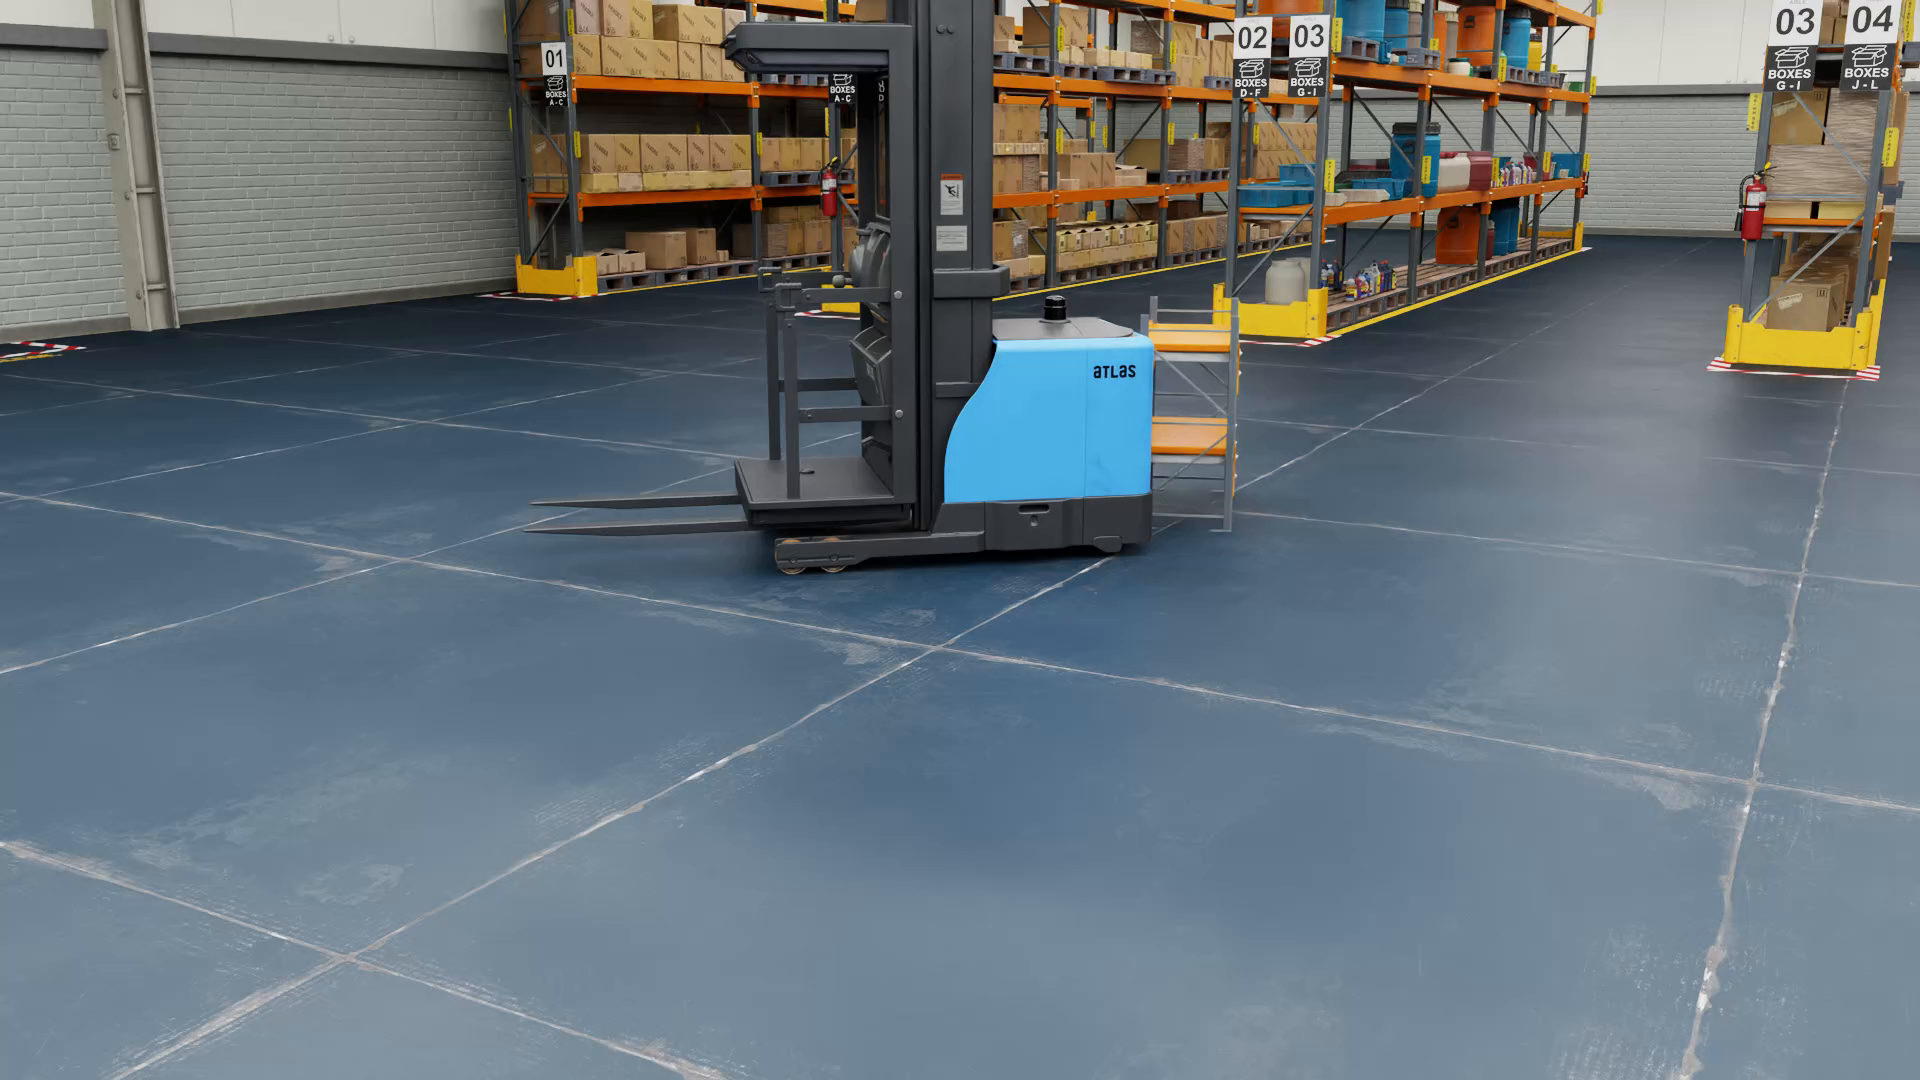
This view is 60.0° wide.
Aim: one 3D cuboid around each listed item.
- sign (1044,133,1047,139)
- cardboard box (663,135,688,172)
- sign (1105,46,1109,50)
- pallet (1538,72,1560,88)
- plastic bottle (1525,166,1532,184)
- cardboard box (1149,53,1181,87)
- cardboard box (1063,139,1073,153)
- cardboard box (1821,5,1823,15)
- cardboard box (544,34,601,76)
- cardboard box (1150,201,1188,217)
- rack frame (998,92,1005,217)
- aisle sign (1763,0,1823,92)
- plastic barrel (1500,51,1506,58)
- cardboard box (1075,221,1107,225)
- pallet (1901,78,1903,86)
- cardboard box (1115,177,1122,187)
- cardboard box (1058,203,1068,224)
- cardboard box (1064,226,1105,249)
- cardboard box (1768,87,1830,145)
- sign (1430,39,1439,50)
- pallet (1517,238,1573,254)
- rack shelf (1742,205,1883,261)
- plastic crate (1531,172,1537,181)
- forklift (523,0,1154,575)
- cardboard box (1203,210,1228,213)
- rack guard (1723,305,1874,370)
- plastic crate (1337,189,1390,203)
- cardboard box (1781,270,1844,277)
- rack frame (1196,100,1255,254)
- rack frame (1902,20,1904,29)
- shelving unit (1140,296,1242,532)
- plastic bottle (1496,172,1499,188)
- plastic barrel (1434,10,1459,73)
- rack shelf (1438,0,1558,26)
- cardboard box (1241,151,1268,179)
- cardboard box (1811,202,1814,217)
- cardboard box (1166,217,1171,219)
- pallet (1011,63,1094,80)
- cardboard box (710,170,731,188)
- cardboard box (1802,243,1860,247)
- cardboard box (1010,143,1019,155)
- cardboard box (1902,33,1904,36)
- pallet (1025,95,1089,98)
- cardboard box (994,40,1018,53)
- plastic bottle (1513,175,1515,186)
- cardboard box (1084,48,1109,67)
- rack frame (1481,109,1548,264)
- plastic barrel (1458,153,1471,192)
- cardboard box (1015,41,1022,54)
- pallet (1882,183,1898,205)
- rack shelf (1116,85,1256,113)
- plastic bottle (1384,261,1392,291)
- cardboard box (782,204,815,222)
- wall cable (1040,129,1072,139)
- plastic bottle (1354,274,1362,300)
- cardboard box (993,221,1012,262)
[{"bbox_3d":[1.841,-8.544,35.556,0.100,0.325,0.005,7,15,28],"label":"sign"},{"bbox_3d":[-4.175,-5.416,23.275,0.500,0.500,0.500,8,16,30],"label":"cardboard box"},{"bbox_3d":[2.321,-7.590,26.113,0.100,0.325,0.005,7,15,28],"label":"sign"},{"bbox_3d":[8.769,-7.272,26.299,1.213,0.211,1.003,7,15,28],"label":"pallet"},{"bbox_3d":[9.155,-5.899,26.868,0.152,0.276,0.135,7,15,28],"label":"plastic bottle"},{"bbox_3d":[2.976,-7.419,26.292,0.910,0.500,0.500,7,15,28],"label":"cardboard box"},{"bbox_3d":[1.744,-7.910,34.303,0.980,0.700,0.700,7,15,28],"label":"cardboard box"},{"bbox_3d":[7.458,-4.726,14.804,0.380,0.149,0.250,7,15,28],"label":"cardboard box"},{"bbox_3d":[-5.030,-6.295,21.587,0.500,0.500,0.500,8,16,30],"label":"cardboard box"},{"bbox_3d":[3.556,-5.623,28.251,0.500,0.250,0.500,7,15,27],"label":"cardboard box"},{"bbox_3d":[0.390,-7.200,31.997,1.000,3.000,0.127,7,15,28],"label":"rack frame"},{"bbox_3d":[7.305,-4.339,14.585,0.394,0.787,0.004,7,15,28],"label":"aisle sign"},{"bbox_3d":[7.843,-7.035,24.348,0.294,0.245,0.294,0,14,0],"label":"plastic barrel"},{"bbox_3d":[2.038,-4.776,25.717,0.500,0.311,0.500,7,15,27],"label":"cardboard box"},{"bbox_3d":[14.983,-7.598,27.440,1.003,0.211,1.213,7,15,28],"label":"pallet"},{"bbox_3d":[2.228,-5.428,25.186,0.380,0.149,0.250,9,16,32],"label":"cardboard box"},{"bbox_3d":[1.831,-6.752,34.576,0.700,0.500,0.500,7,15,28],"label":"cardboard box"},{"bbox_3d":[1.775,-4.403,24.171,0.500,0.311,0.500,7,15,26],"label":"cardboard box"},{"bbox_3d":[7.647,-3.874,15.222,0.500,0.500,0.500,7,15,28],"label":"cardboard box"},{"bbox_3d":[5.672,-5.834,19.913,0.100,0.325,0.005,7,15,28],"label":"sign"},{"bbox_3d":[10.564,-5.377,30.389,1.003,0.211,1.213,7,15,28],"label":"pallet"},{"bbox_3d":[8.564,-3.115,16.588,1.077,0.370,4.000,7,15,28],"label":"rack shelf"},{"bbox_3d":[9.413,-6.057,27.694,0.396,0.136,0.243,7,15,28],"label":"plastic crate"},{"bbox_3d":[-0.617,-1.396,8.071,3.031,2.935,1.130,-3,14,-11],"label":"forklift"},{"bbox_3d":[4.756,-5.787,30.532,0.500,0.500,0.500,7,15,28],"label":"cardboard box"},{"bbox_3d":[7.634,-1.854,15.159,1.175,0.500,0.348,7,15,28],"label":"rack guard"},{"bbox_3d":[4.632,-3.946,19.063,0.530,0.136,0.437,7,15,28],"label":"plastic crate"},{"bbox_3d":[8.492,-2.422,16.617,0.500,0.500,0.500,9,16,33],"label":"cardboard box"},{"bbox_3d":[4.728,-6.639,29.672,1.000,3.000,0.127,7,15,28],"label":"rack frame"},{"bbox_3d":[9.531,-6.791,17.502,1.000,3.000,0.127,7,15,28],"label":"rack frame"},{"bbox_3d":[1.254,-0.717,9.107,0.538,1.125,1.048,2,14,9],"label":"shelving unit"},{"bbox_3d":[7.950,-5.369,24.654,0.061,0.283,0.133,7,15,28],"label":"plastic bottle"},{"bbox_3d":[6.542,-6.815,22.930,0.600,0.901,0.600,0,14,0],"label":"plastic barrel"},{"bbox_3d":[8.096,-8.039,25.067,1.077,0.370,4.000,7,15,28],"label":"rack shelf"},{"bbox_3d":[5.213,-6.761,29.966,0.500,0.500,0.500,8,16,30],"label":"cardboard box"},{"bbox_3d":[7.676,-3.065,15.383,0.380,0.149,0.250,7,15,28],"label":"cardboard box"},{"bbox_3d":[3.292,-5.142,27.856,0.500,0.500,0.500,7,15,26],"label":"cardboard box"},{"bbox_3d":[1.276,-6.546,23.292,0.805,0.209,1.217,7,15,26],"label":"pallet"},{"bbox_3d":[-3.689,-5.262,24.239,0.500,0.250,0.500,7,15,28],"label":"cardboard box"},{"bbox_3d":[10.901,-3.439,20.793,0.700,0.500,0.500,6,15,23],"label":"cardboard box"},{"bbox_3d":[0.545,-5.123,21.787,0.380,0.149,0.250,7,15,28],"label":"cardboard box"},{"bbox_3d":[10.962,-6.113,19.809,0.500,0.500,0.500,8,16,29],"label":"cardboard box"},{"bbox_3d":[1.974,-9.282,34.424,1.003,0.211,1.213,7,15,28],"label":"pallet"},{"bbox_3d":[0.517,-6.328,21.322,0.380,0.149,0.250,7,15,28],"label":"cardboard box"},{"bbox_3d":[8.526,-5.583,25.714,0.097,0.201,0.097,0,14,0],"label":"plastic bottle"},{"bbox_3d":[1.839,-6.973,24.079,0.500,0.250,0.500,6,15,23],"label":"cardboard box"},{"bbox_3d":[9.063,-6.077,27.341,1.000,3.000,0.127,7,15,28],"label":"rack frame"},{"bbox_3d":[6.819,-5.076,22.948,0.421,0.512,0.421,0,14,0],"label":"plastic barrel"},{"bbox_3d":[0.980,-9.317,31.989,0.500,0.500,0.500,7,15,28],"label":"cardboard box"},{"bbox_3d":[10.028,-3.922,18.810,1.003,0.211,1.213,7,15,28],"label":"pallet"},{"bbox_3d":[3.762,-7.337,27.703,1.077,0.370,4.000,7,15,28],"label":"rack shelf"},{"bbox_3d":[5.136,-3.197,20.109,0.144,0.351,0.185,7,15,27],"label":"plastic bottle"},{"bbox_3d":[-2.678,-5.272,26.798,0.500,0.250,0.500,7,15,26],"label":"cardboard box"},{"bbox_3d":[2.115,-8.884,36.816,0.084,1.984,1.851,7,15,28],"label":"wall cable"},{"bbox_3d":[4.536,-2.890,18.977,0.061,0.283,0.133,8,16,29],"label":"plastic bottle"},{"bbox_3d":[0.338,-3.906,21.705,0.500,0.500,0.500,7,15,28],"label":"cardboard box"}]
